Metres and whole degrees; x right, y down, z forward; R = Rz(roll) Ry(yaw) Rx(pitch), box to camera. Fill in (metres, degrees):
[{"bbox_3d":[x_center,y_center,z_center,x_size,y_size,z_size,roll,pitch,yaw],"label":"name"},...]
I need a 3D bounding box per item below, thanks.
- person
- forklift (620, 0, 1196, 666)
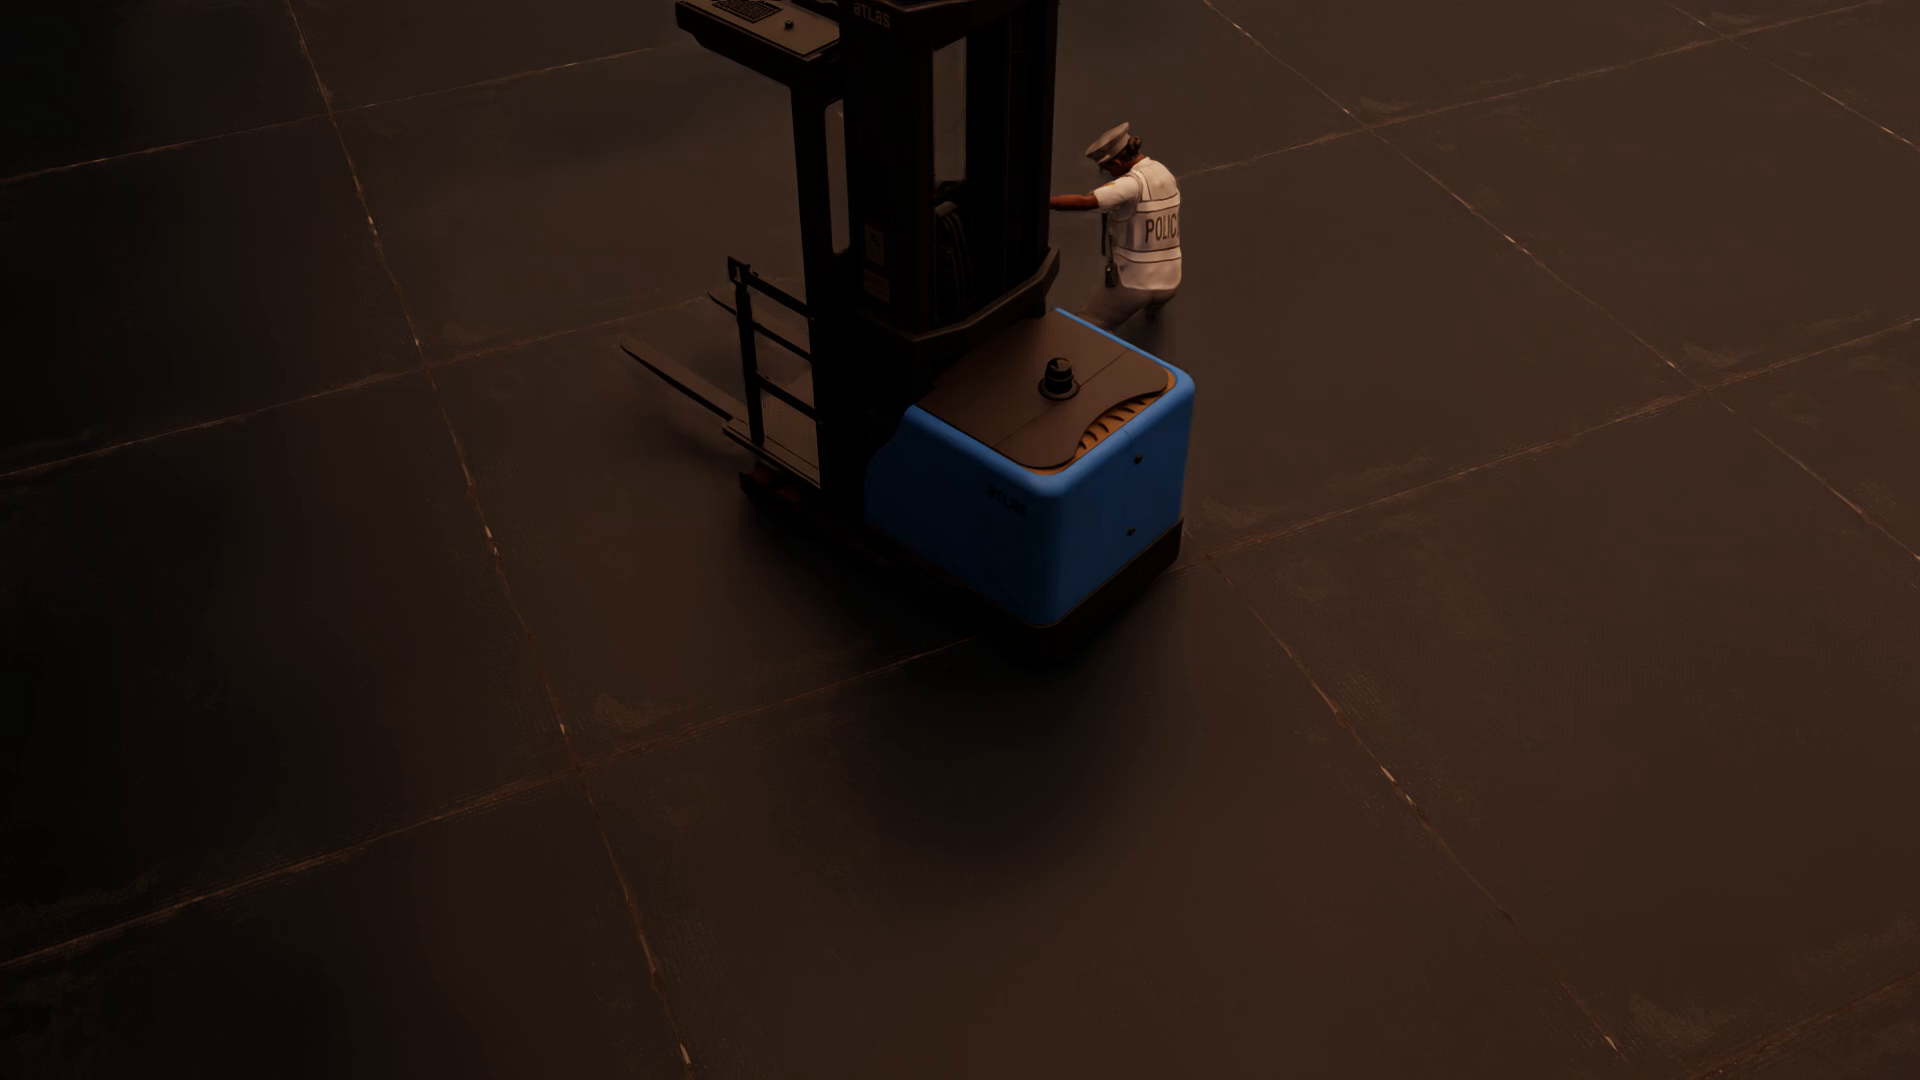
[{"bbox_3d":[0.756,-1.412,8.366,1.287,1.339,0.788,-25,48,-24],"label":"person"},{"bbox_3d":[-0.418,-1.404,7.185,3.031,2.935,1.130,32,52,29],"label":"forklift"}]
